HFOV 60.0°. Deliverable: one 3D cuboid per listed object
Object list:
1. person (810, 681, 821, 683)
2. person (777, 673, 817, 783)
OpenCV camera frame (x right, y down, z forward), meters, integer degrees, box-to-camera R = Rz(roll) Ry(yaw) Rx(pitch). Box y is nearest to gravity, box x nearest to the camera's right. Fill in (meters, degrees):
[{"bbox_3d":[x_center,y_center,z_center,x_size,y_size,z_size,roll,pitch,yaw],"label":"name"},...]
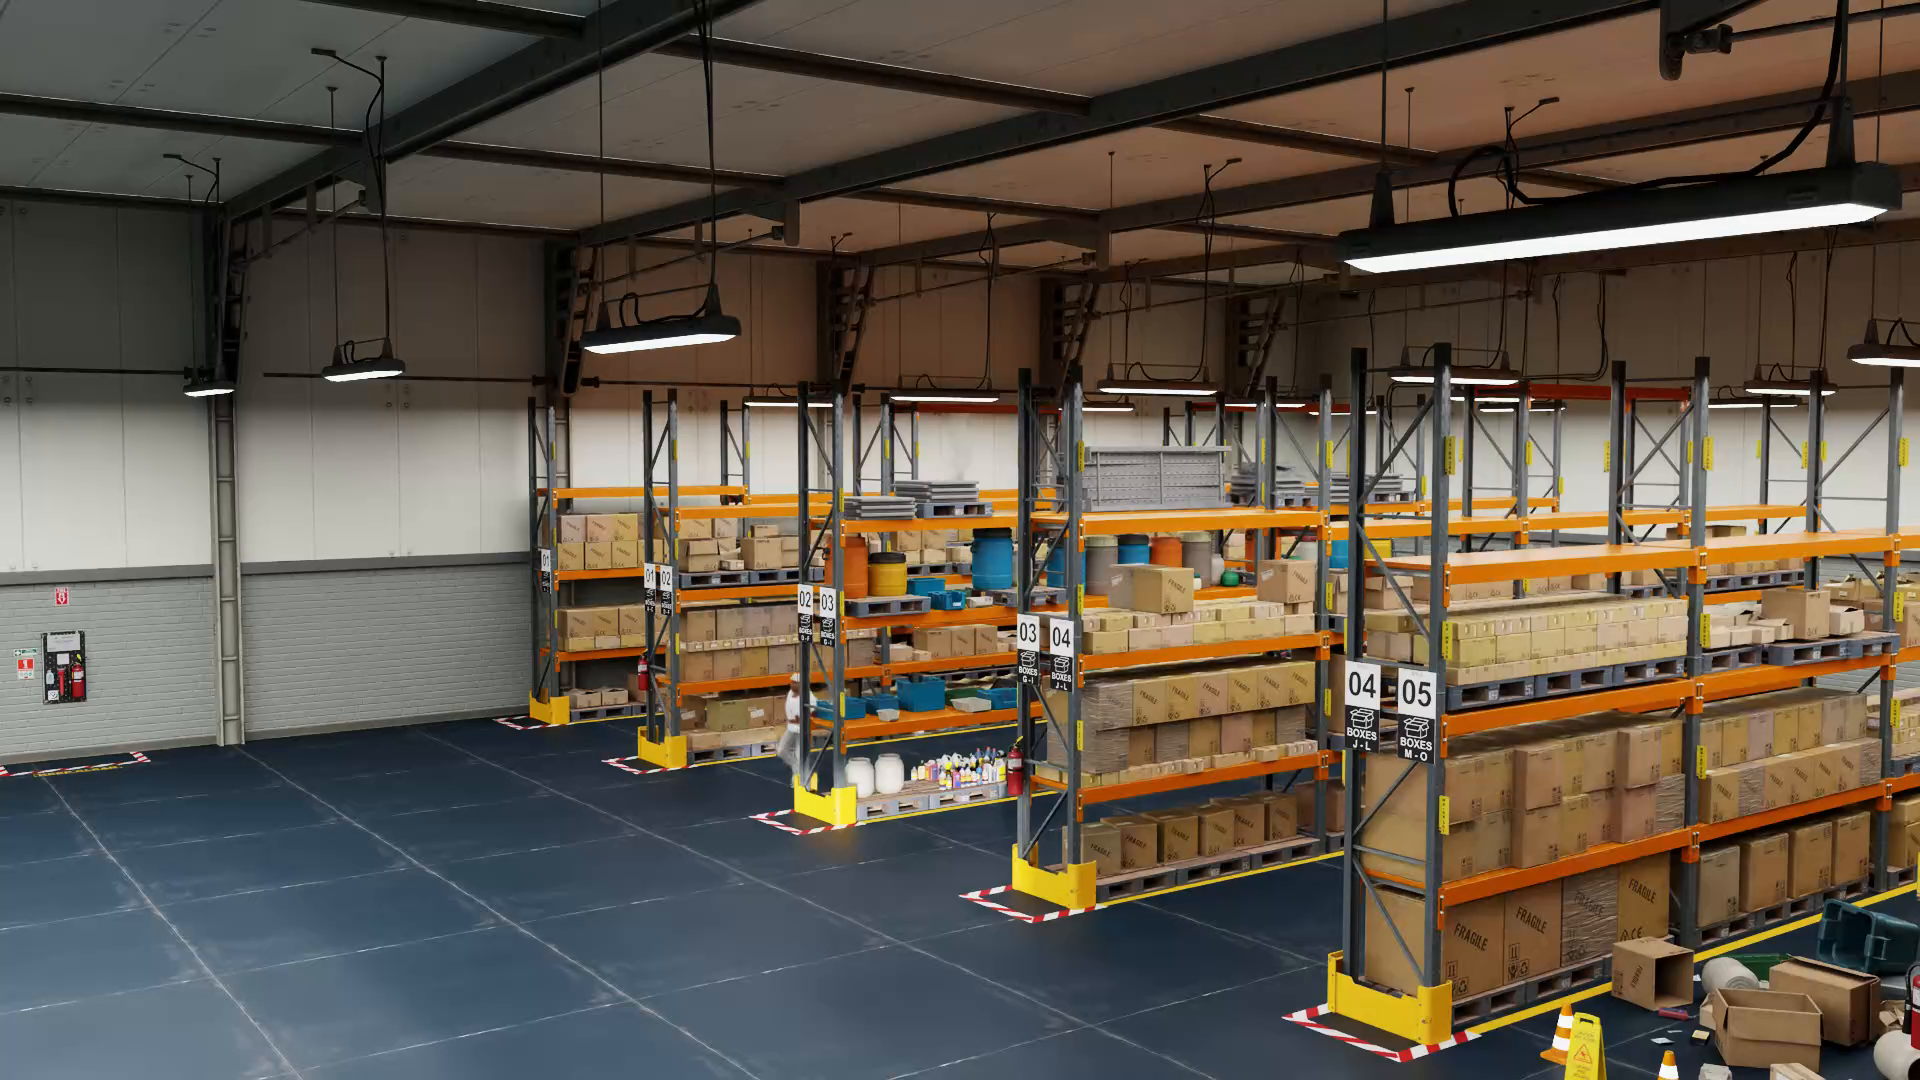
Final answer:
[{"bbox_3d":[-2.659,2.455,31.553,0.721,1.735,0.718,3,5,44],"label":"person"},{"bbox_3d":[-2.422,2.828,24.778,0.696,1.717,0.638,3,4,37],"label":"person"}]
